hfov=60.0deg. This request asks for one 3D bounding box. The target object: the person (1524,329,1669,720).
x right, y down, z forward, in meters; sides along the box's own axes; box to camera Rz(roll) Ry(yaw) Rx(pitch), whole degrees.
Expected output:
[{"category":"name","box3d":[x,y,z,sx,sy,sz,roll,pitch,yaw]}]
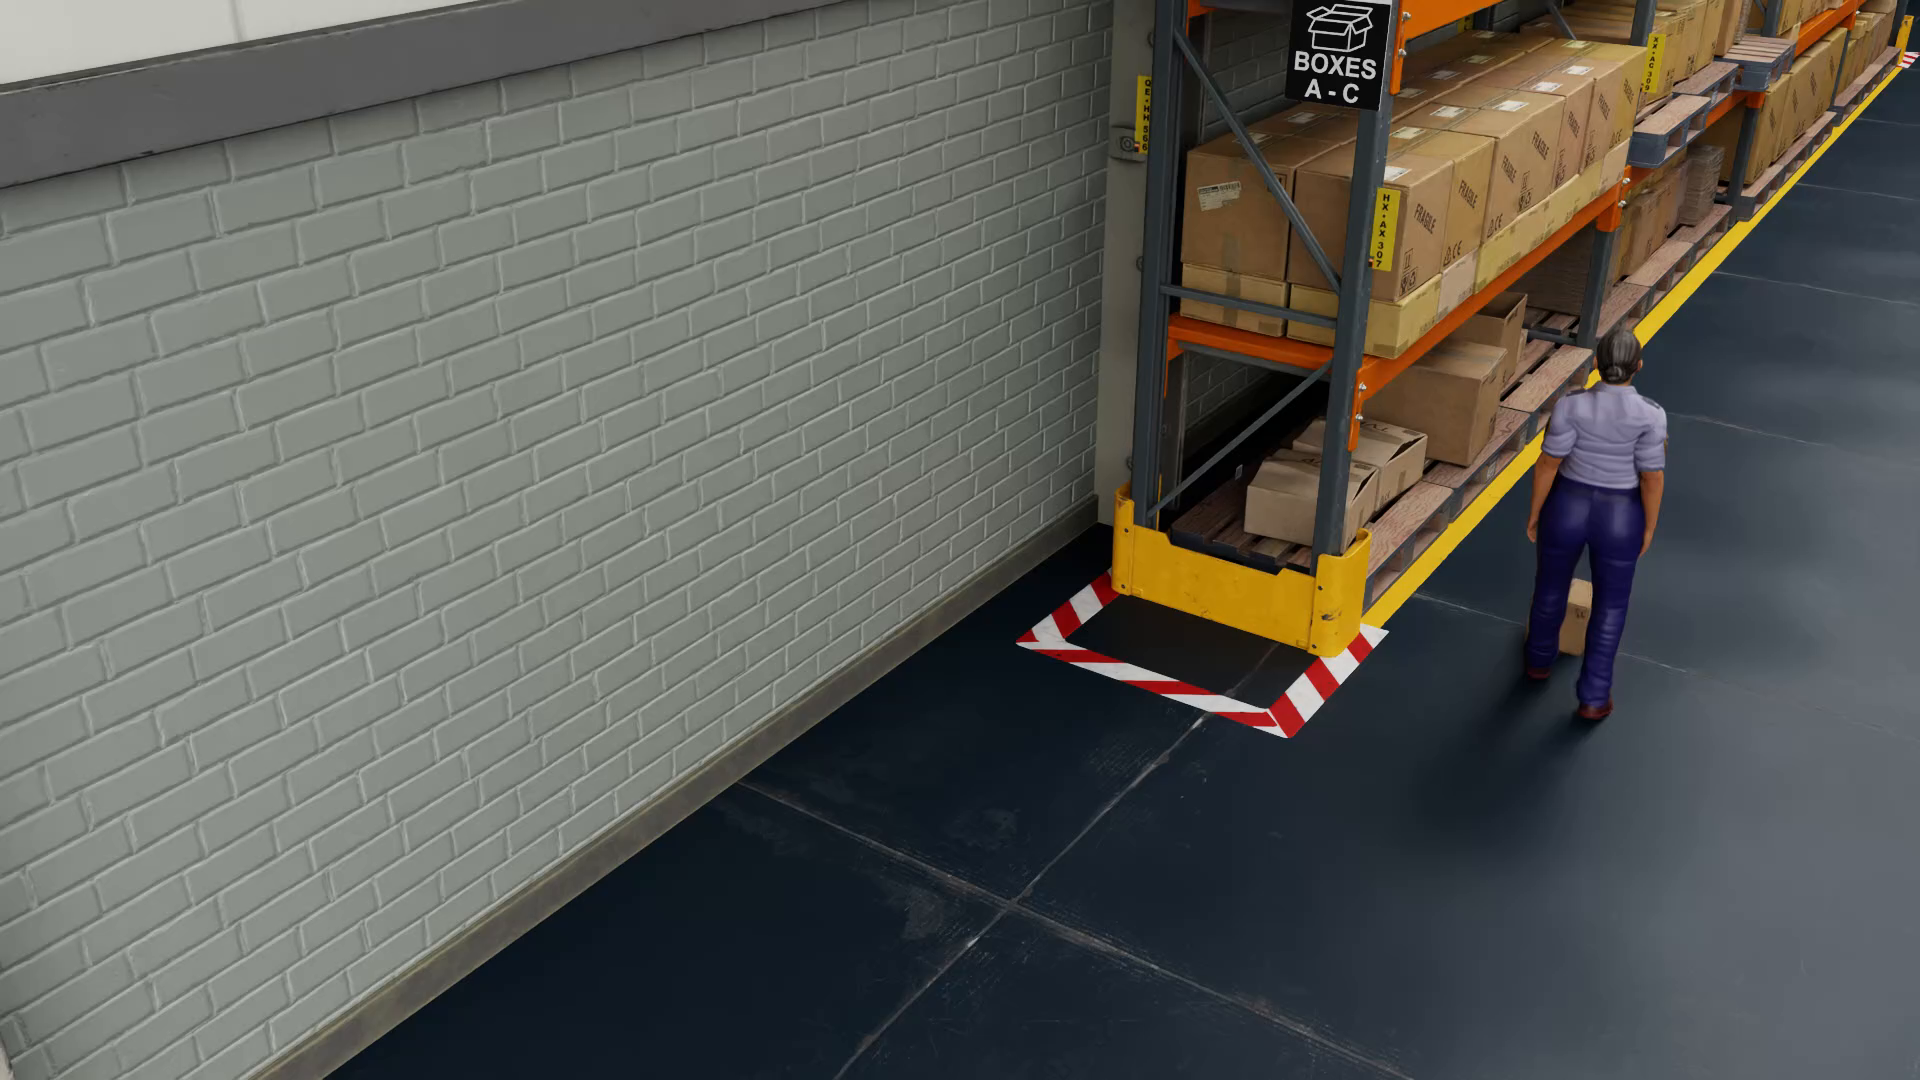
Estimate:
[{"category":"person","box3d":[2.597,-0.088,6.826,0.489,1.653,0.579,13,30,24]}]
